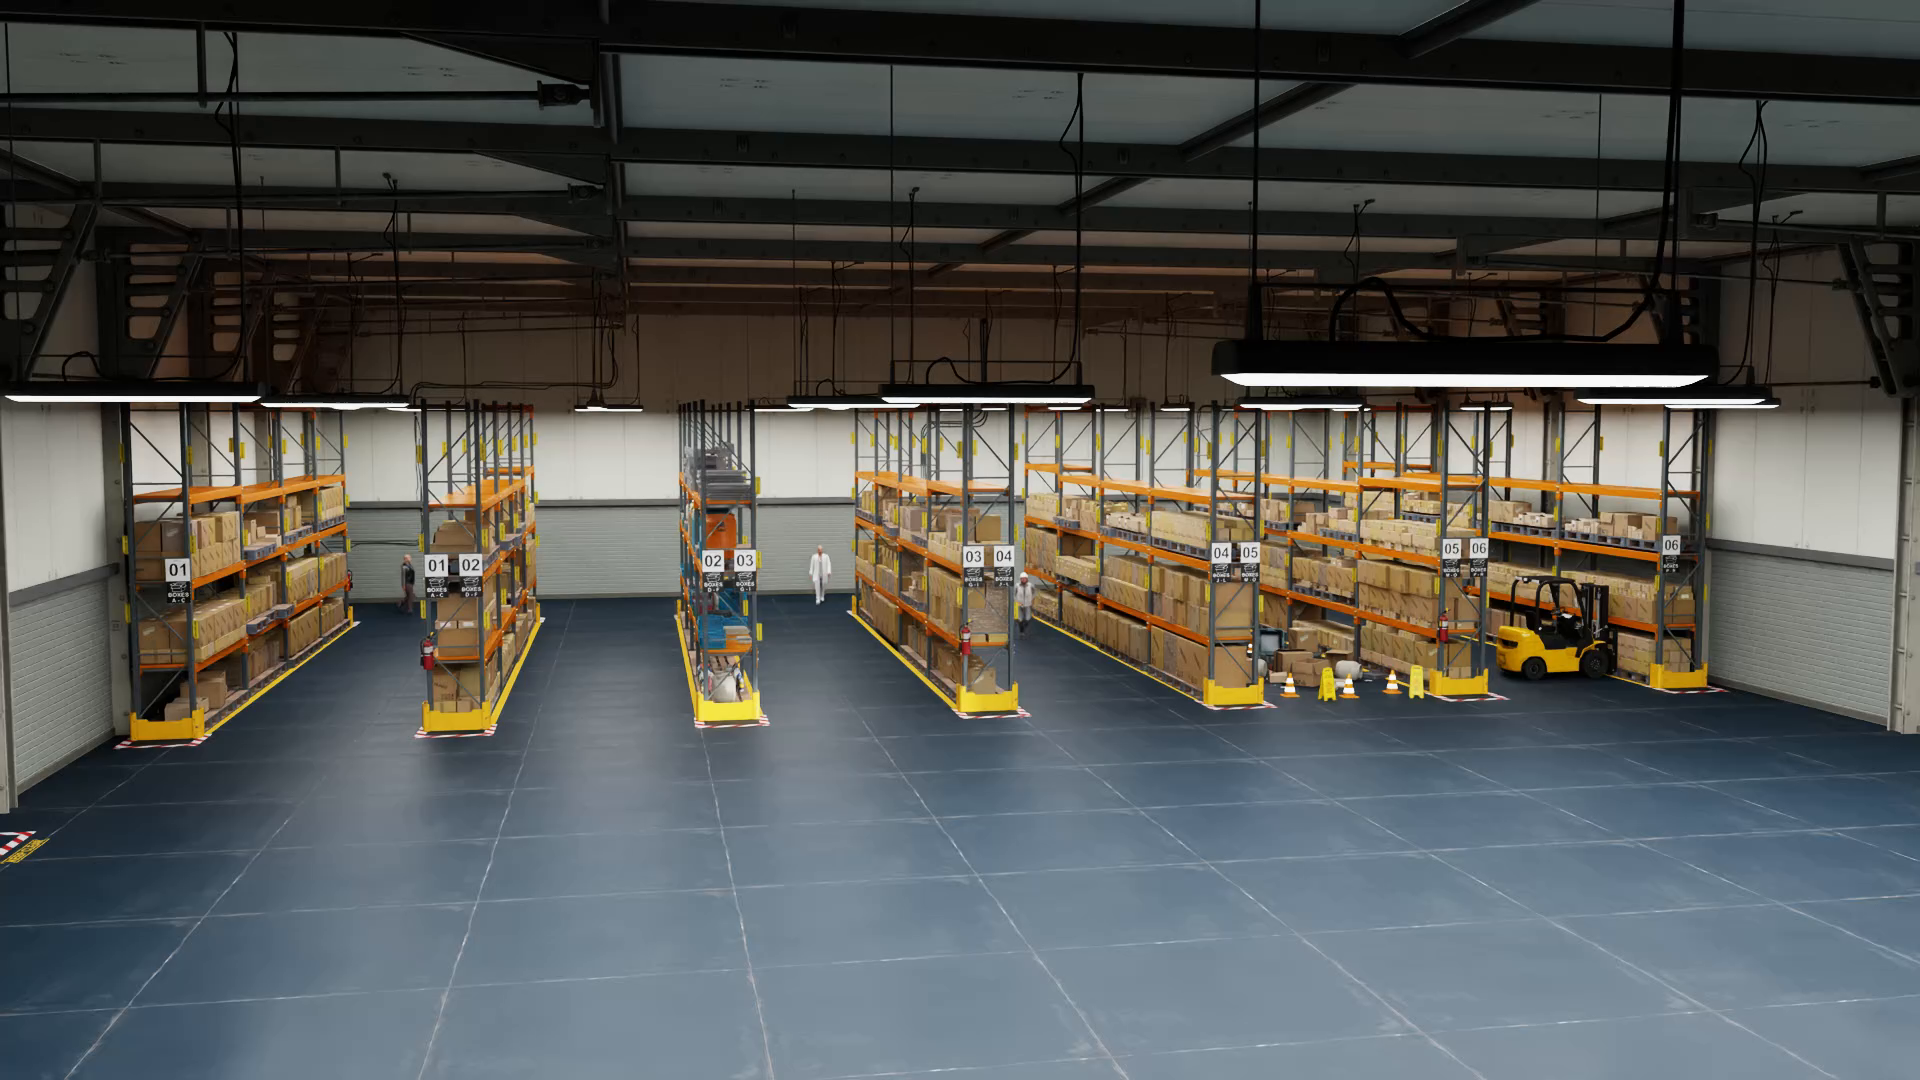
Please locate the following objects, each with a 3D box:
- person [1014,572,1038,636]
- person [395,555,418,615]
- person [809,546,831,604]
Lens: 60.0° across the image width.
[{"bbox_3d":[1.660,1.654,42.796,0.693,1.684,0.719,0,4,-2],"label":"person"},{"bbox_3d":[-15.830,1.273,47.484,0.659,1.709,0.525,-1,4,-11],"label":"person"},{"bbox_3d":[-4.227,1.040,50.337,0.651,1.711,1.129,-1,4,-8],"label":"person"}]
